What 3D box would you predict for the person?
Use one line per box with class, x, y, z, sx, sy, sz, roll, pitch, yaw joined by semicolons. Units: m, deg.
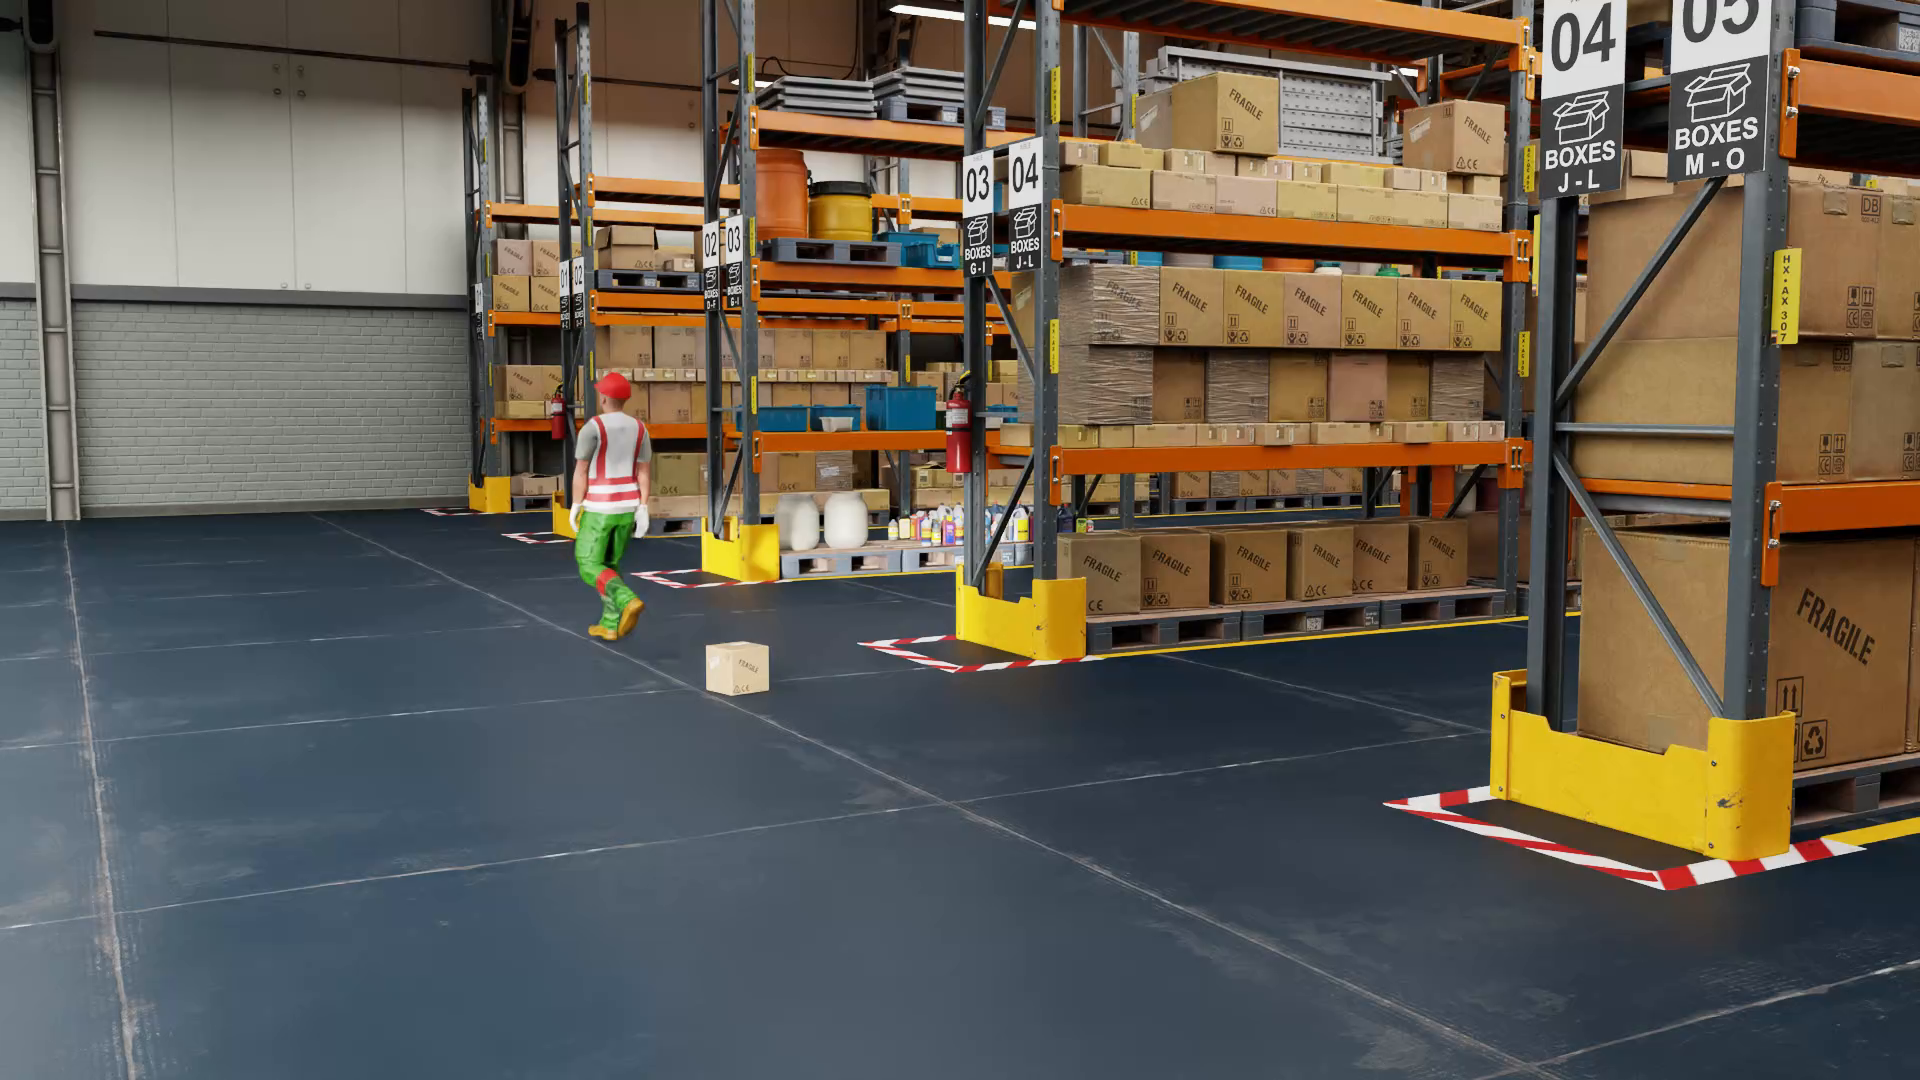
person;-2.254;-0.206;10.828;0.811;1.762;0.529;5;7;44
